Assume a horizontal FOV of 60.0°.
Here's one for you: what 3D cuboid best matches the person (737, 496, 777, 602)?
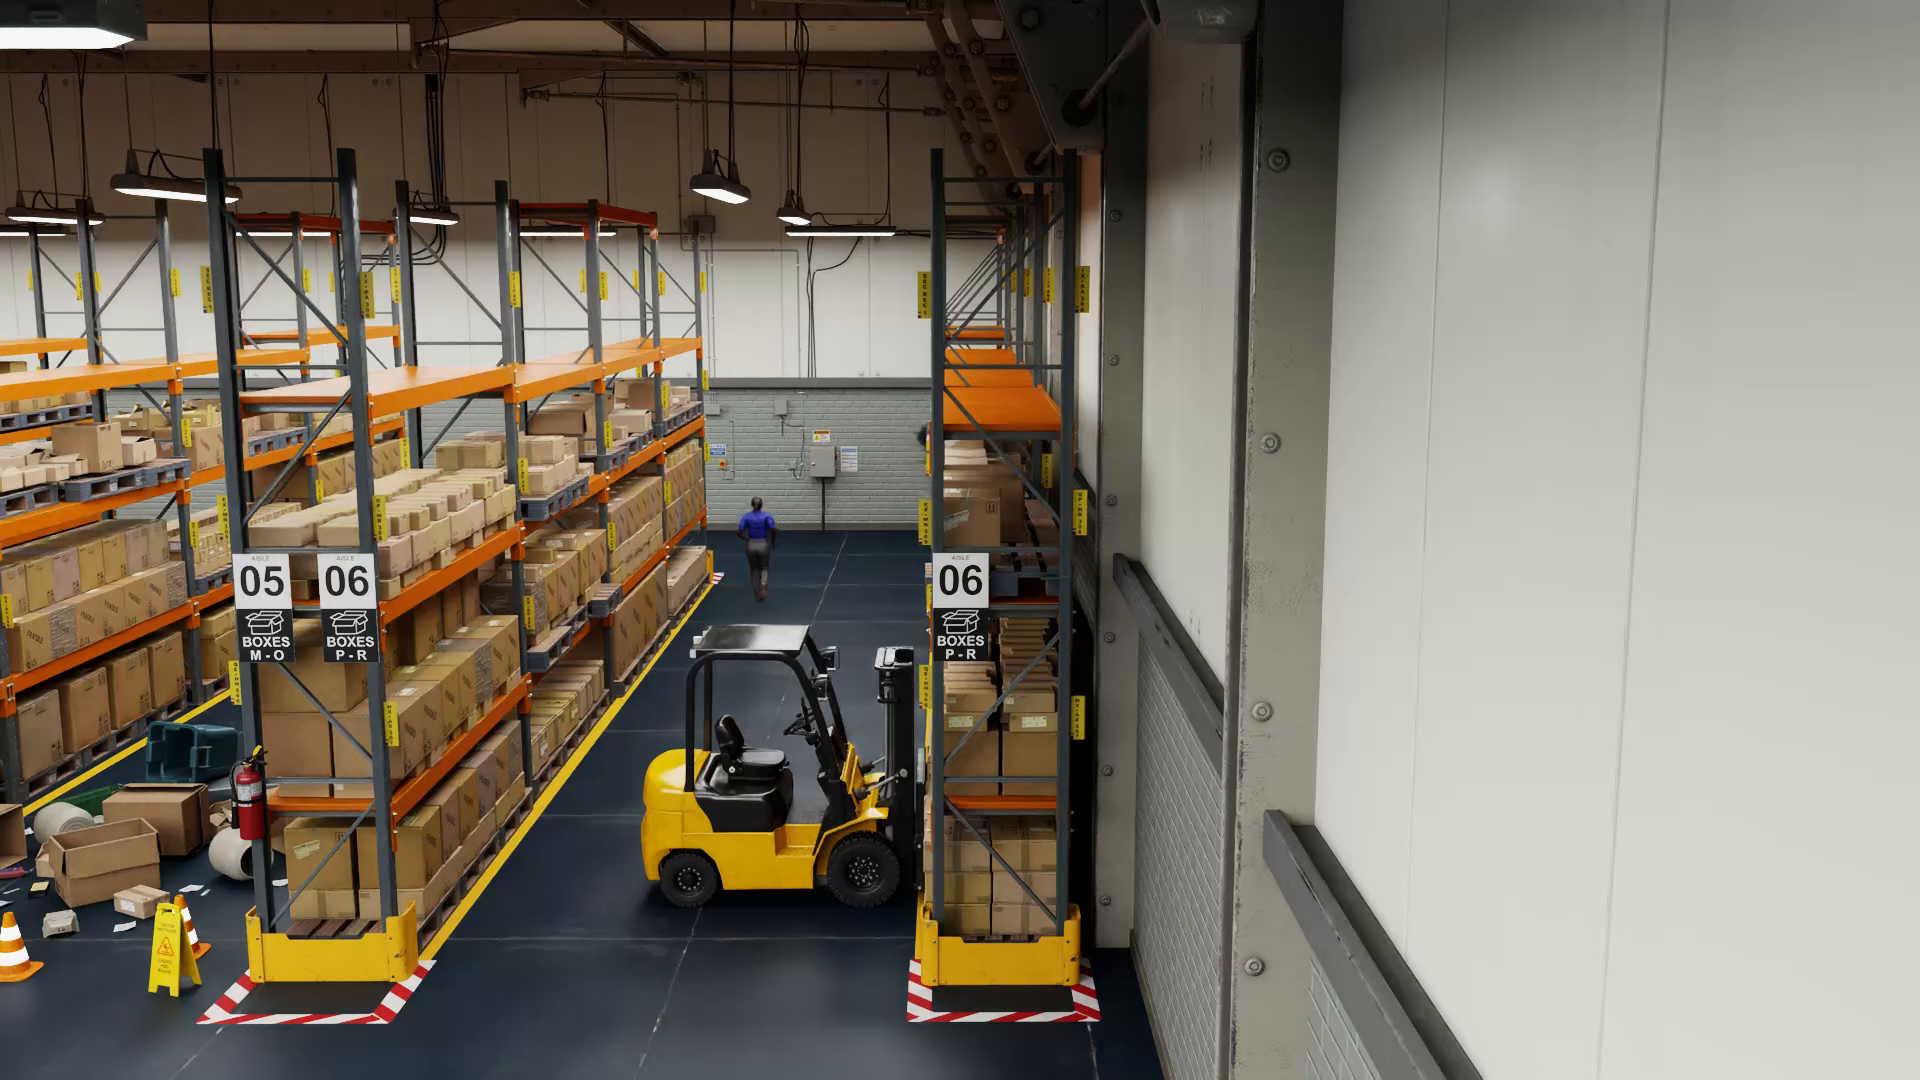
[{"bbox_3d":[-3.007,0.128,24.769,0.590,1.603,0.500,0,9,-3],"label":"person"}]
